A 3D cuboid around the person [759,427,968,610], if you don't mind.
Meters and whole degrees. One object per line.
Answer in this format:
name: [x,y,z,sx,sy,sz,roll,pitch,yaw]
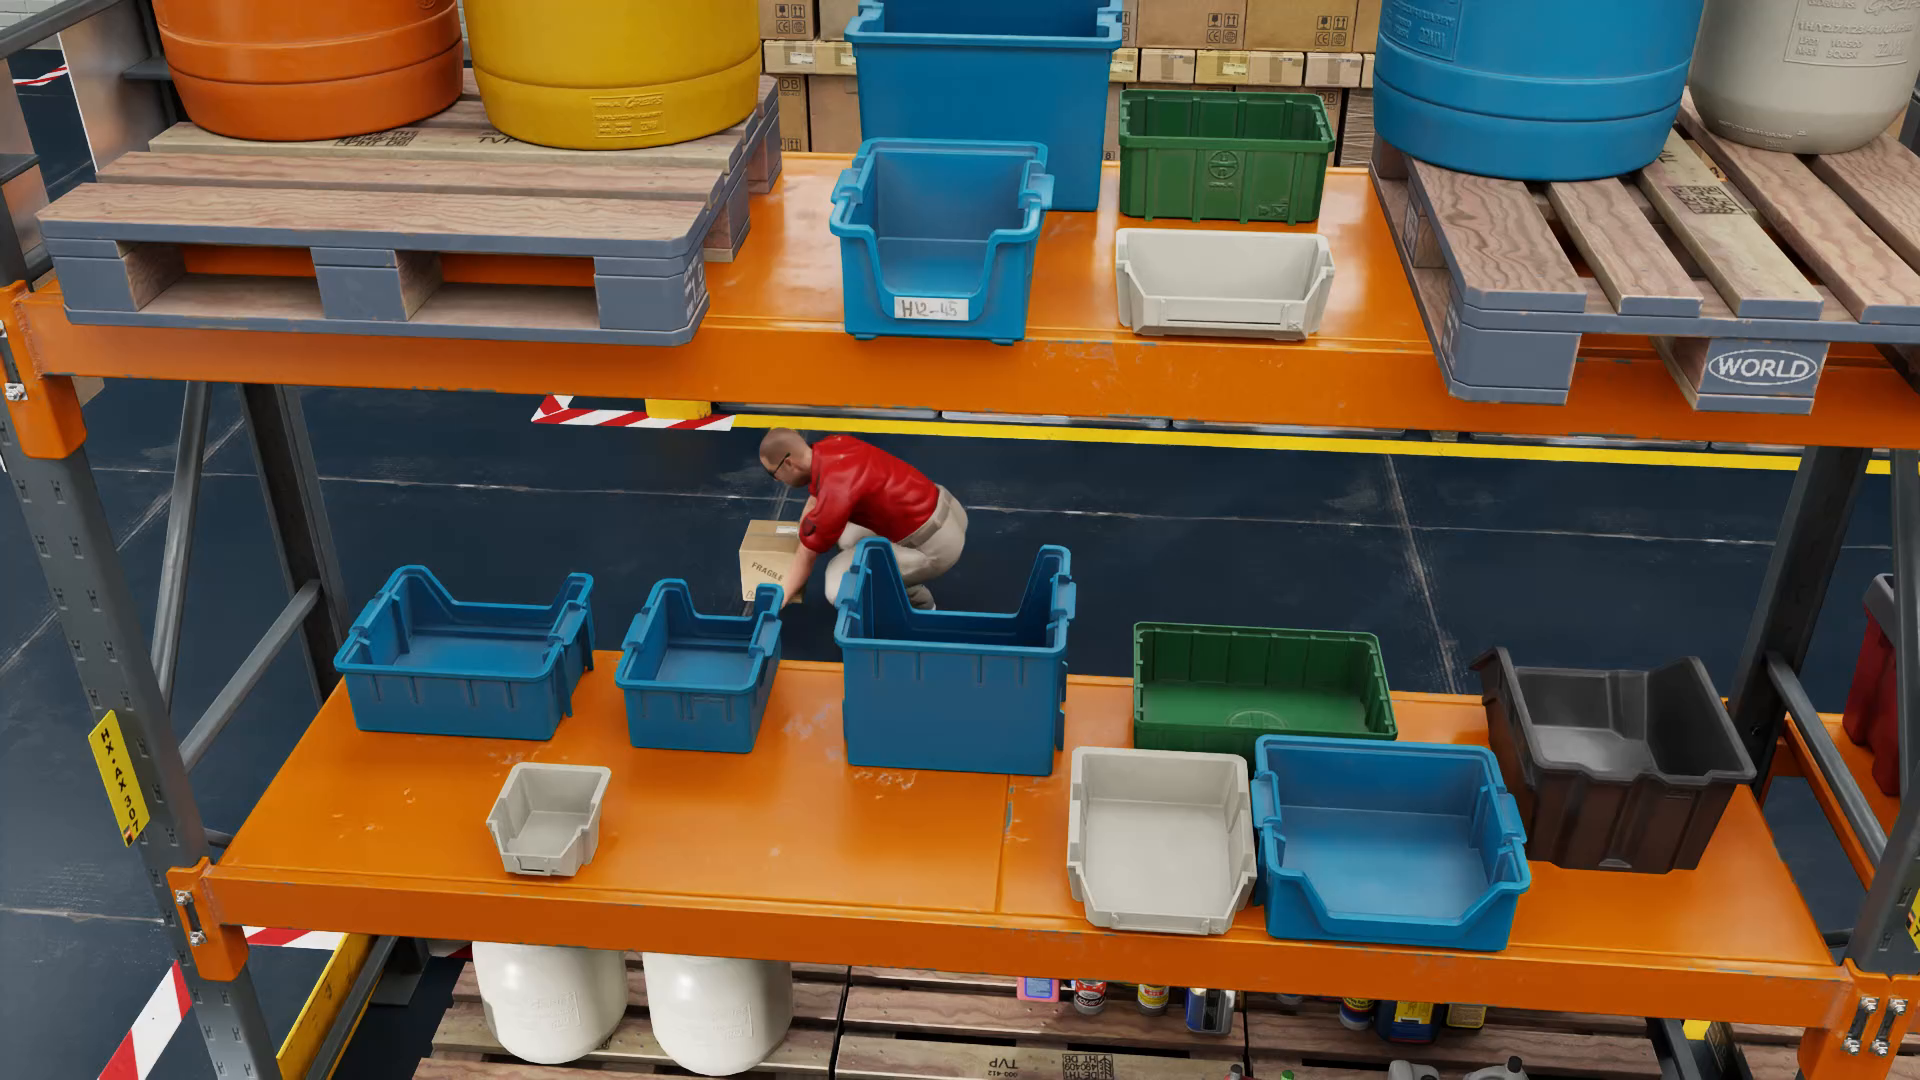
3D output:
person: [-0.416,-0.024,6.889,0.883,1.001,0.566,2,32,4]
